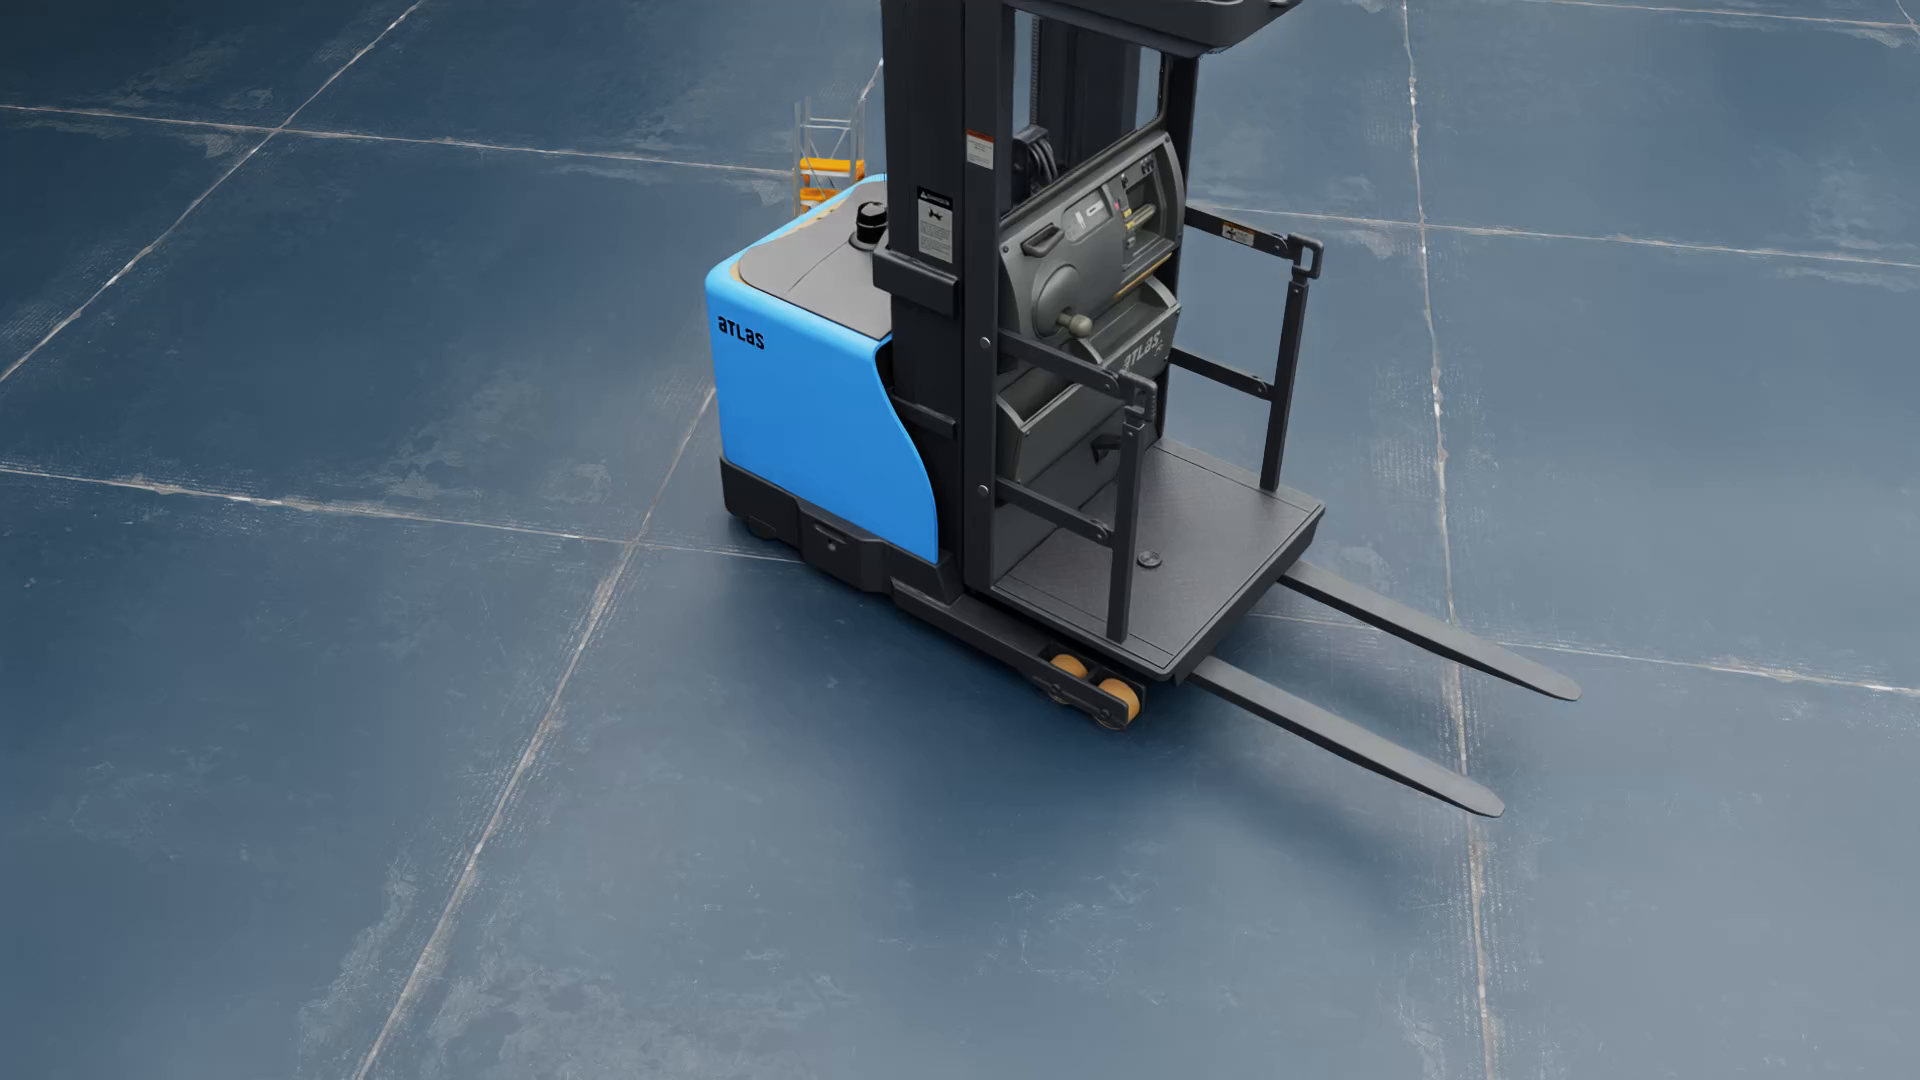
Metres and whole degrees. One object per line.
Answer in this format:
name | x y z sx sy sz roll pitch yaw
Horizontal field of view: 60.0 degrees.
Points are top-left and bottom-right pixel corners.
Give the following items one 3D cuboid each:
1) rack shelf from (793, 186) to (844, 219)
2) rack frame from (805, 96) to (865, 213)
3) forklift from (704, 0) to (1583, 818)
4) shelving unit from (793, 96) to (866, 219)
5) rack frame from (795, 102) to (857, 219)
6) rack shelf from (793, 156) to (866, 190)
rack shelf | -0.520 -1.335 6.627 0.258 0.103 0.180 5 23 6
rack frame | -0.516 -1.189 6.785 0.240 1.200 0.006 5 23 6
forklift | 0.587 -0.891 5.027 3.031 2.935 1.130 26 46 28
shelving unit | -0.528 -1.155 6.701 0.258 1.200 0.189 5 23 6
rack frame | -0.539 -1.121 6.617 0.240 1.200 0.006 5 23 6
rack shelf | -0.516 -1.446 6.581 0.258 0.103 0.180 5 23 6
